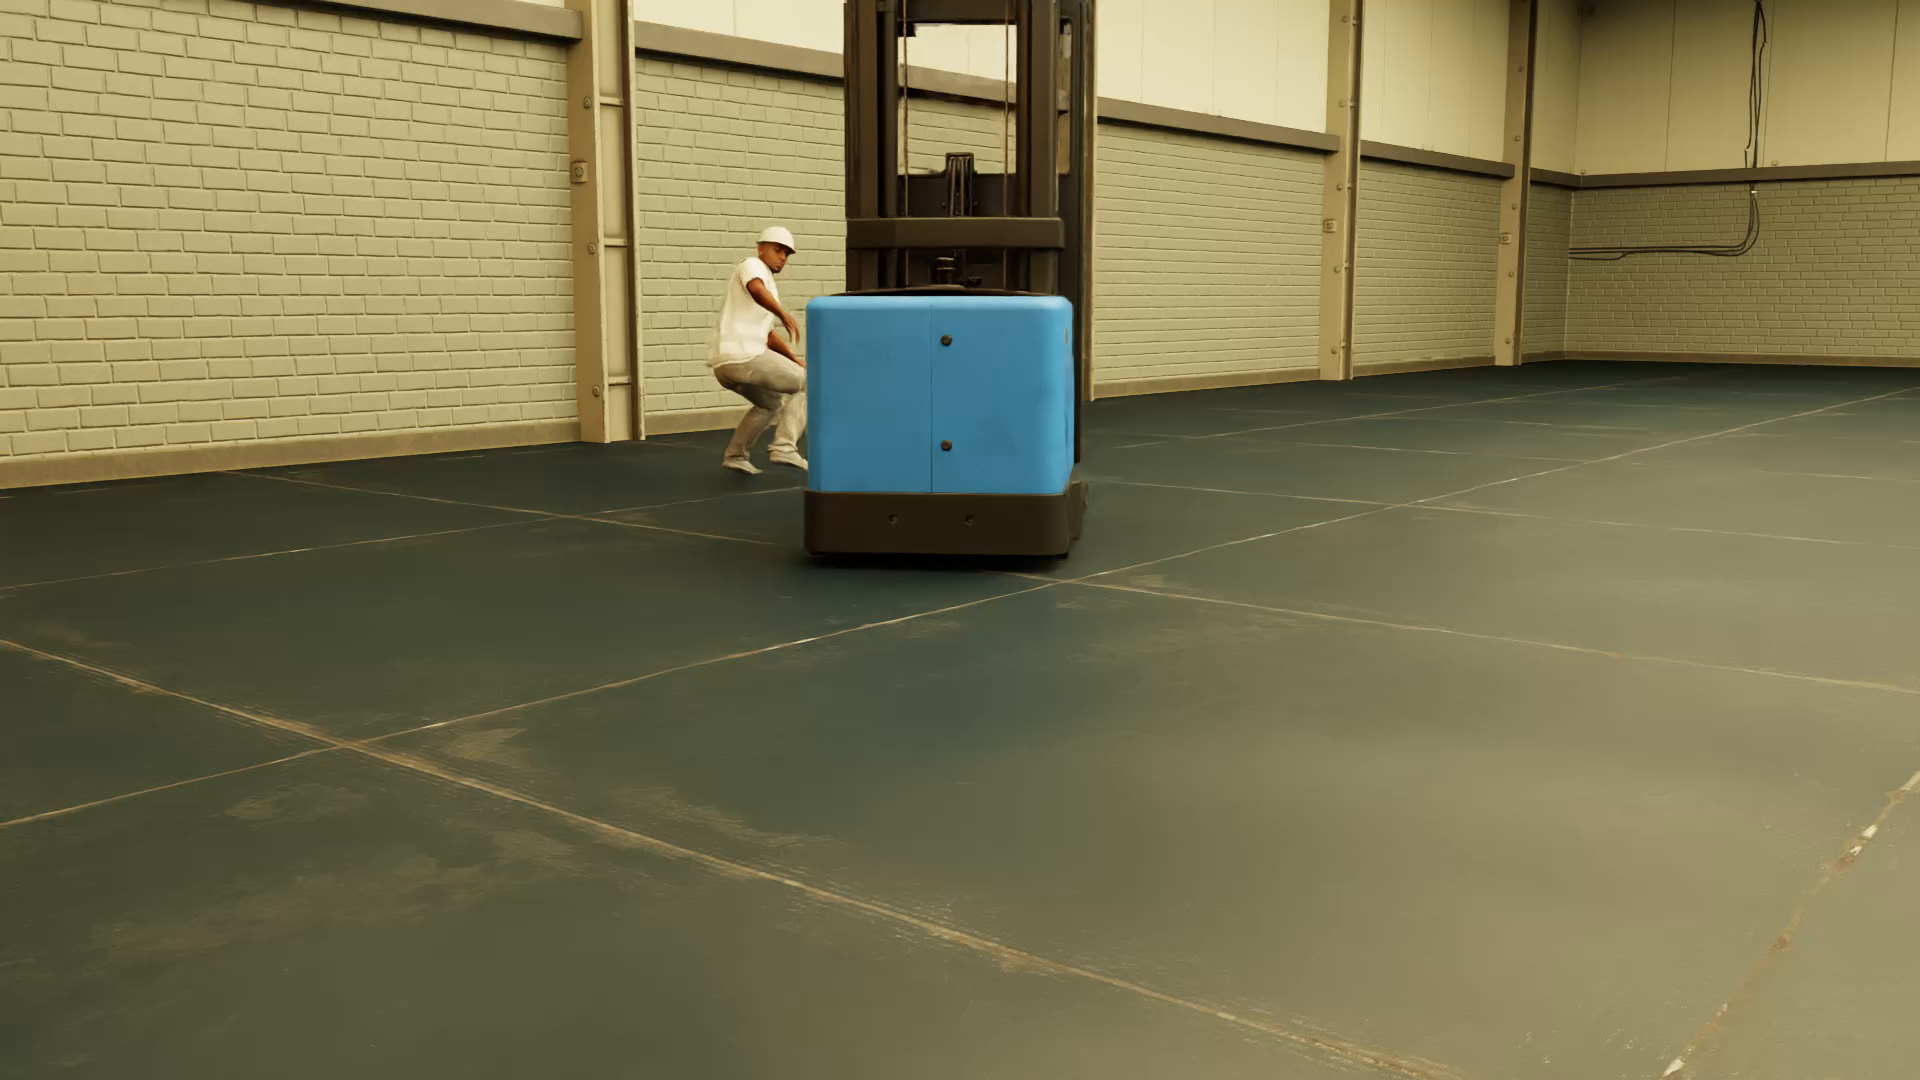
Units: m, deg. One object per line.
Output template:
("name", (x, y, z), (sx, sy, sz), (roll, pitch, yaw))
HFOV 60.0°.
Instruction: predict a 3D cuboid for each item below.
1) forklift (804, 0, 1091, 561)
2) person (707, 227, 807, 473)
("forklift", (0.047, -1.542, 7.817), (1.130, 2.935, 3.031), (1, 8, 6))
("person", (-1.115, -1.089, 9.873), (0.806, 1.523, 0.921), (-4, 9, -24))
